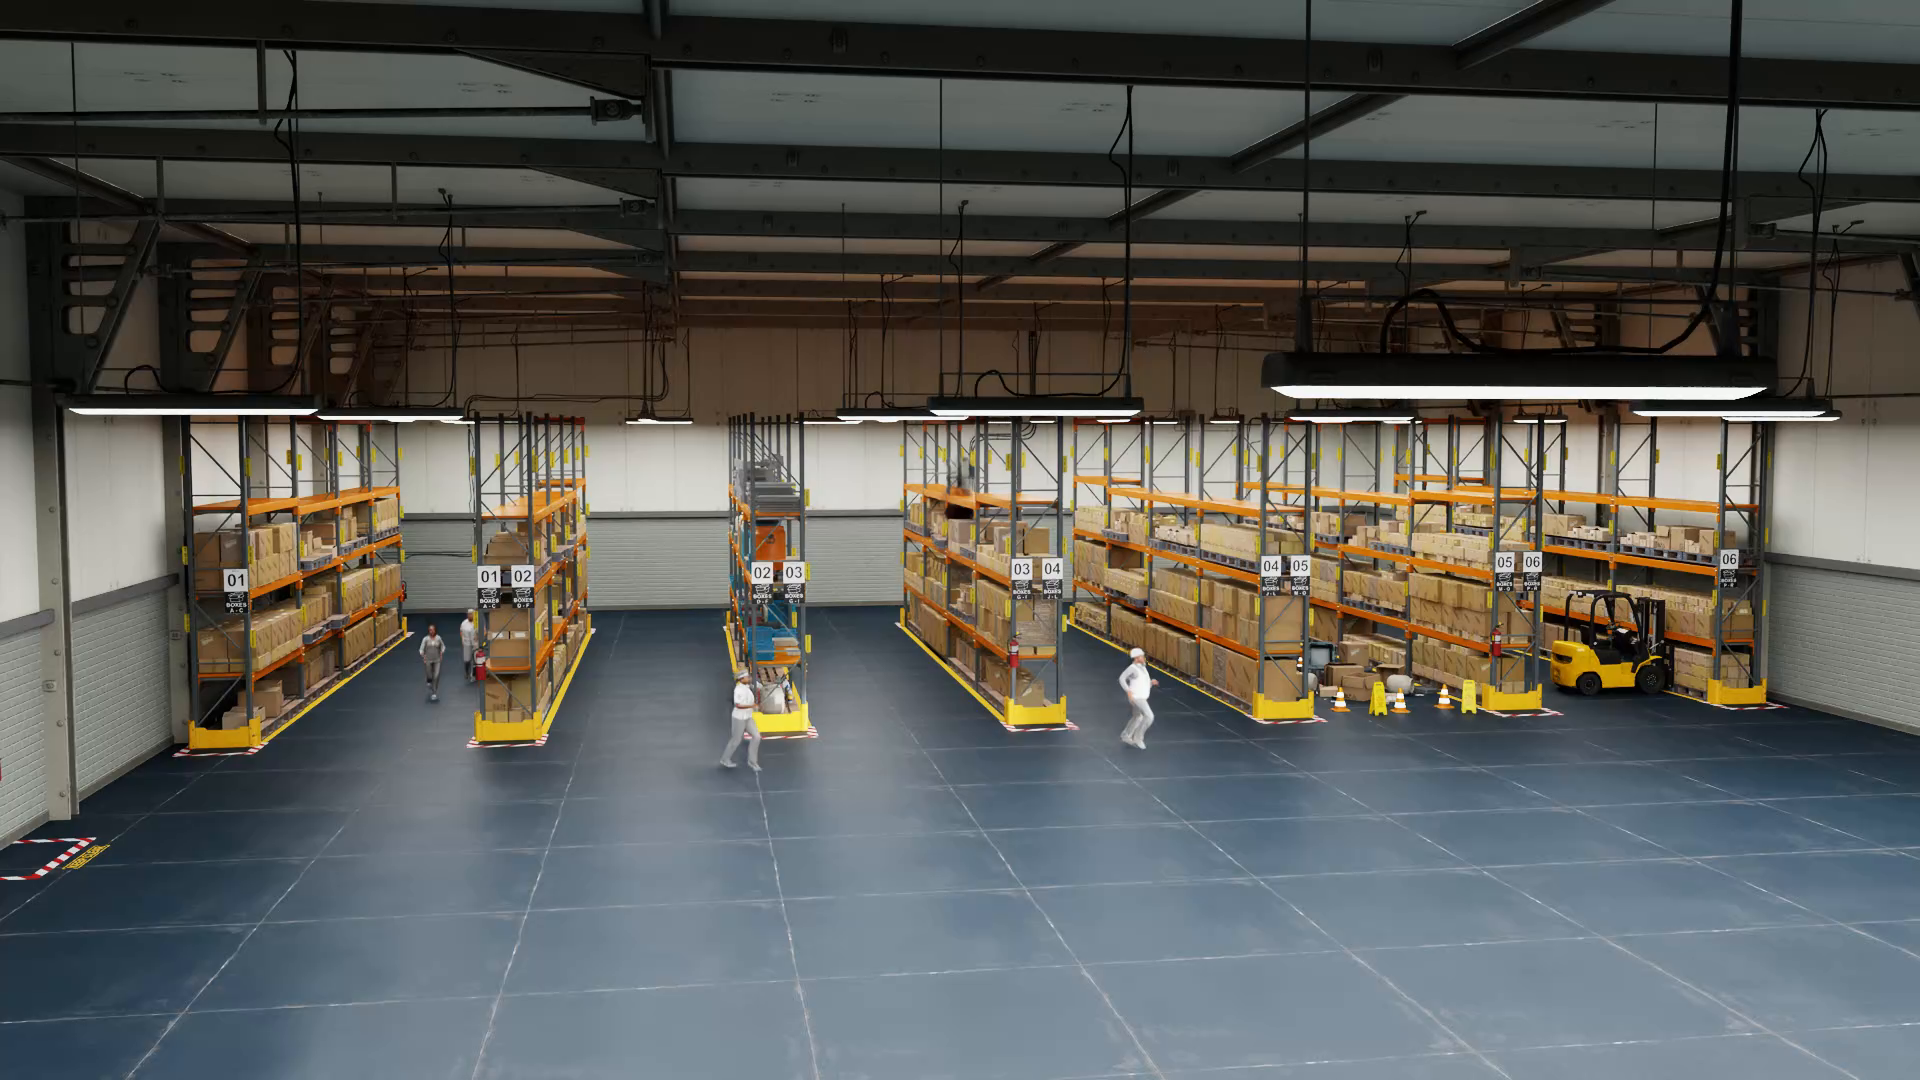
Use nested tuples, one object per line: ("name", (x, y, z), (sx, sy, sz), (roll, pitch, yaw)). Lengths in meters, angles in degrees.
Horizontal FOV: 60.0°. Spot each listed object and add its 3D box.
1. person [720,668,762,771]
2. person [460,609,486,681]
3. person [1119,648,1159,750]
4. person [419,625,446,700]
("person", (-3.631, 3.008, 27.652), (0.766, 1.747, 0.567), (1, 4, 19))
("person", (-10.960, 2.365, 37.346), (0.588, 1.634, 0.574), (0, 4, -7))
("person", (3.193, 2.826, 29.650), (0.728, 1.801, 0.629), (2, 4, 24))
("person", (-11.123, 2.573, 35.091), (0.536, 1.551, 0.618), (-2, 4, -24))
